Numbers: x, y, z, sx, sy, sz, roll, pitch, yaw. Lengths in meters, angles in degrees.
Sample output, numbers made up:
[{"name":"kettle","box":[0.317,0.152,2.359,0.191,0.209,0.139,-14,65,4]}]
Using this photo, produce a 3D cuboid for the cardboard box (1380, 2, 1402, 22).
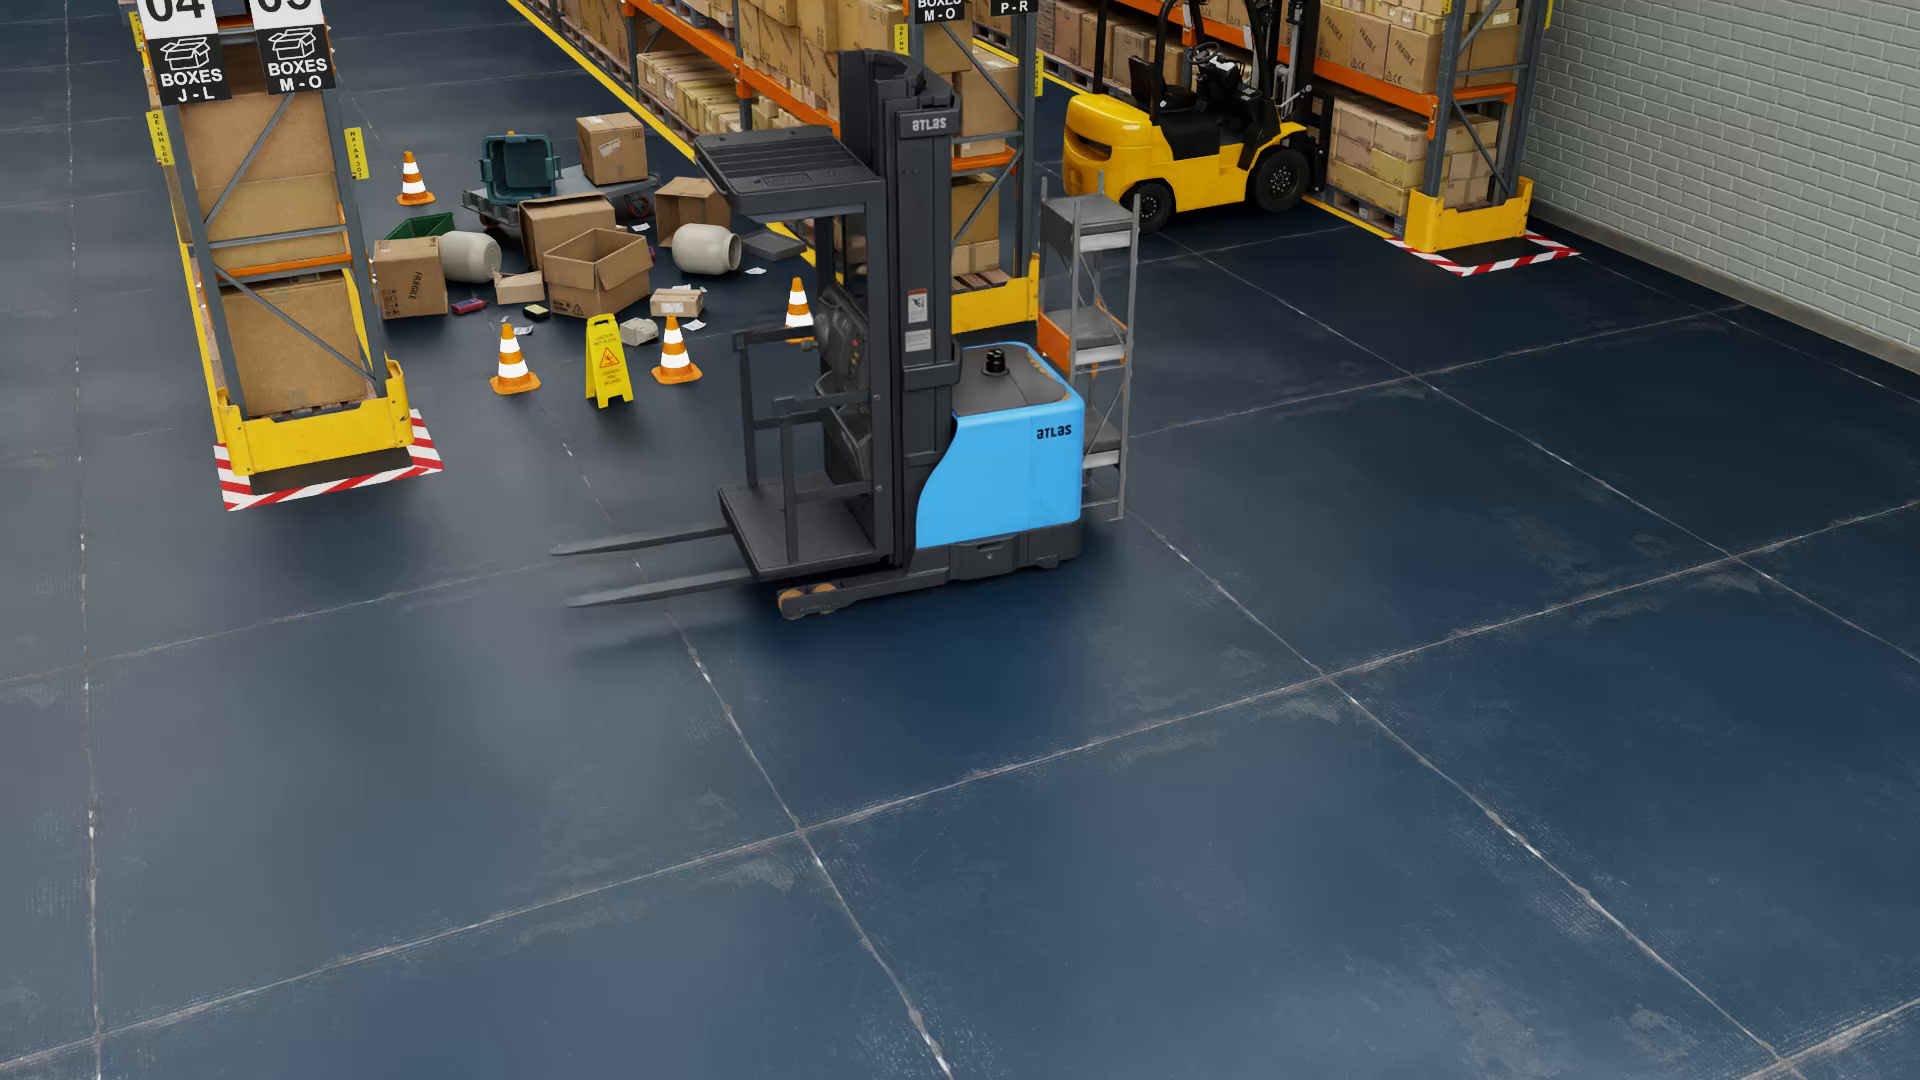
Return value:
[{"name":"cardboard box","box":[3.976,-4.711,14.793,0.380,0.149,0.250,-12,32,-21]}]

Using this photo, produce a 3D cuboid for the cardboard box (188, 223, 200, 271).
[{"name":"cardboard box","box":[-5.069,-1.859,12.214,0.875,0.875,0.875,-14,32,-23]}]

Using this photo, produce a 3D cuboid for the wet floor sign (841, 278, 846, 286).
[{"name":"wet floor sign","box":[-0.796,-1.677,12.554,0.267,0.644,0.232,-3,29,-5]}]

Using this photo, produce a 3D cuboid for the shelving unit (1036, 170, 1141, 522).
[{"name":"shelving unit","box":[0.749,-1.126,10.084,0.431,2.100,0.503,-10,31,-18]}]

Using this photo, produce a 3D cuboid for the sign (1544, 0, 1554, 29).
[{"name":"sign","box":[5.074,-4.582,14.362,0.100,0.325,0.005,-13,32,-22]}]

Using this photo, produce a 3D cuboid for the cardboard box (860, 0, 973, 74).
[{"name":"cardboard box","box":[-0.327,-3.802,12.507,0.700,0.500,0.500,-14,32,-23]}]

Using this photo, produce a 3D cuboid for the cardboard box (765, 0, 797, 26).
[{"name":"cardboard box","box":[-1.244,-4.691,14.094,0.700,0.500,0.500,-14,32,-23]}]

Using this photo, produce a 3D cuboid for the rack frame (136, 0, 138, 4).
[{"name":"rack frame","box":[-4.338,-4.545,9.128,1.000,3.000,0.127,-13,32,-22]}]

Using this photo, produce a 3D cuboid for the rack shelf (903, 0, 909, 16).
[{"name":"rack shelf","box":[-0.770,-4.891,13.546,1.077,0.370,4.000,-13,32,-22]}]

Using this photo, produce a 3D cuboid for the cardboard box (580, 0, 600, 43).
[{"name":"cardboard box","box":[-4.329,-6.915,21.231,0.875,0.875,0.875,-12,31,-21]}]

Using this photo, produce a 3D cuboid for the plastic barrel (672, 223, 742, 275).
[{"name":"plastic barrel","box":[-2.165,-2.483,14.219,0.512,0.421,0.421,7,30,13]}]

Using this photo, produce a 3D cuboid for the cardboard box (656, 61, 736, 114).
[{"name":"cardboard box","box":[-2.788,-5.007,18.343,0.950,0.372,0.625,-14,32,-23]}]

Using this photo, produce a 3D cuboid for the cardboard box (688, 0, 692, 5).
[{"name":"cardboard box","box":[-2.523,-5.476,16.749,0.380,0.149,0.250,-13,32,-22]}]

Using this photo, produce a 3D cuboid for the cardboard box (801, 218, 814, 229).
[{"name":"cardboard box","box":[-1.149,-2.979,14.850,0.500,0.250,0.500,-14,32,-23]}]

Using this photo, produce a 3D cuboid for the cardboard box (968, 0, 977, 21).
[{"name":"cardboard box","box":[0.328,-7.279,22.263,0.500,0.500,0.500,-12,31,-20]}]

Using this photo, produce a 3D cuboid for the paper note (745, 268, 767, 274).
[{"name":"paper note","box":[-1.756,-2.323,14.335,0.148,0.019,0.142,26,38,38]}]

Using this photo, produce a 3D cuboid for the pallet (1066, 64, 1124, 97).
[{"name":"pallet","box":[1.974,-5.464,19.751,1.003,0.211,1.213,-13,32,-22]}]

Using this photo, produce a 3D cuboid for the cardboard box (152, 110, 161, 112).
[{"name":"cardboard box","box":[-6.814,-3.580,15.410,1.050,0.750,0.750,-13,32,-22]}]

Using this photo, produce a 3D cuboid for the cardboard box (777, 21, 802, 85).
[{"name":"cardboard box","box":[-1.251,-4.259,14.344,0.500,0.500,0.500,-13,32,-22]}]

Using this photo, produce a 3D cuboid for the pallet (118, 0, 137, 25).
[{"name":"pallet","box":[-8.175,-5.671,17.466,1.213,0.211,1.003,-13,32,-22]}]

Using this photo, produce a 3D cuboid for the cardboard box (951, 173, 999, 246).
[{"name":"cardboard box","box":[-0.018,-2.748,13.672,0.500,0.500,0.500,-14,32,-24]}]

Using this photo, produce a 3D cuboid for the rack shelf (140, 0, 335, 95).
[{"name":"rack shelf","box":[-5.197,-3.807,11.613,1.077,0.370,4.000,-13,32,-22]}]

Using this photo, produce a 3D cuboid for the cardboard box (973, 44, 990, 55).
[{"name":"cardboard box","box":[-0.089,-3.681,13.315,0.500,0.500,0.500,-12,31,-20]}]

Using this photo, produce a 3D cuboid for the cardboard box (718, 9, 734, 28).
[{"name":"cardboard box","box":[-2.098,-5.022,15.940,0.380,0.149,0.250,-13,32,-21]}]

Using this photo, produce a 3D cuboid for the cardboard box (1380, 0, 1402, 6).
[{"name":"cardboard box","box":[3.956,-4.839,14.716,0.380,0.149,0.250,-12,32,-21]}]

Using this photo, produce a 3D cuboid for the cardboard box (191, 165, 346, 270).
[{"name":"cardboard box","box":[-4.538,-2.148,10.834,0.875,0.550,0.550,-13,32,-22]}]

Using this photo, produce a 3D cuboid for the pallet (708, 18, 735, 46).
[{"name":"pallet","box":[-1.825,-5.064,16.383,1.003,0.211,1.213,-13,32,-22]}]

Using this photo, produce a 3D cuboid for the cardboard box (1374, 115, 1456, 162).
[{"name":"cardboard box","box":[4.091,-3.614,14.961,0.500,0.250,0.500,-12,31,-20]}]

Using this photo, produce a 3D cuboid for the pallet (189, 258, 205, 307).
[{"name":"pallet","box":[-5.800,-2.127,13.800,1.003,0.211,1.213,-13,32,-22]}]

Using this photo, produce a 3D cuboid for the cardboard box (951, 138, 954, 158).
[{"name":"cardboard box","box":[-0.265,-3.023,12.804,0.380,0.149,0.250,-12,31,-20]}]

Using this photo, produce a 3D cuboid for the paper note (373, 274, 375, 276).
[{"name":"paper note","box":[-4.949,-2.294,14.282,0.142,0.020,0.147,13,32,21]}]

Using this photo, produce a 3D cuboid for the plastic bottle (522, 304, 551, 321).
[{"name":"plastic bottle","box":[-3.444,-1.848,13.456,0.283,0.061,0.133,26,38,38]}]

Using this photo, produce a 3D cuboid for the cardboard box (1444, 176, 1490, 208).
[{"name":"cardboard box","box":[4.536,-3.298,15.420,0.500,0.250,0.500,-13,32,-22]}]

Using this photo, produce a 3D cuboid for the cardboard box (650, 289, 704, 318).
[{"name":"cardboard box","box":[-2.298,-1.924,13.501,0.380,0.149,0.250,2,29,4]}]

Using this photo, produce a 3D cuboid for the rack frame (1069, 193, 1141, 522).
[{"name":"rack frame","box":[0.833,-1.014,9.884,0.400,2.100,0.015,-10,31,-18]}]

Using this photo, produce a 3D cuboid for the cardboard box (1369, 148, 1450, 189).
[{"name":"cardboard box","box":[4.079,-3.408,15.104,0.500,0.250,0.500,-14,32,-23]}]

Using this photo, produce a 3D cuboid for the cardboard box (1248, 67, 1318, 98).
[{"name":"cardboard box","box":[3.212,-4.518,16.573,0.500,0.250,0.500,-12,31,-20]}]

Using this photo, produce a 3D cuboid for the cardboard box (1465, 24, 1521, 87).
[{"name":"cardboard box","box":[4.609,-4.377,14.860,0.500,0.500,0.500,-12,31,-20]}]

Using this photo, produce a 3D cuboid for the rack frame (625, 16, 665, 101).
[{"name":"rack frame","box":[-3.345,-6.546,18.830,1.000,3.000,0.127,-13,32,-22]}]

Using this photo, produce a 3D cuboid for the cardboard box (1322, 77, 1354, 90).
[{"name":"cardboard box","box":[3.899,-4.399,16.361,0.500,0.250,0.500,-14,32,-23]}]

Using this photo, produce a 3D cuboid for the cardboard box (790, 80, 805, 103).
[{"name":"cardboard box","box":[-1.242,-3.896,14.361,0.380,0.149,0.250,-13,32,-22]}]

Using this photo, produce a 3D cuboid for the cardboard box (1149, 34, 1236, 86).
[{"name":"cardboard box","box":[2.619,-5.199,18.426,0.875,0.625,0.625,-12,31,-20]}]

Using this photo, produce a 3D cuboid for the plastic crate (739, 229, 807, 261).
[{"name":"plastic crate","box":[-1.695,-2.640,14.850,0.583,0.080,0.402,26,38,38]}]

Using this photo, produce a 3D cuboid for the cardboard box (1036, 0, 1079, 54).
[{"name":"cardboard box","box":[1.391,-6.459,20.674,0.875,0.625,0.625,-12,31,-20]}]

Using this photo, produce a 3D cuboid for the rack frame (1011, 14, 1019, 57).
[{"name":"rack frame","box":[1.136,-7.590,20.692,1.000,3.000,0.127,-13,32,-22]}]

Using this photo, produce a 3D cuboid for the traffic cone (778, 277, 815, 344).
[{"name":"traffic cone","box":[-1.261,-1.825,13.005,0.336,0.463,0.334,-13,32,-22]}]

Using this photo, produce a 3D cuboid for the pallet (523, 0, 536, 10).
[{"name":"pallet","box":[-5.846,-7.989,24.254,1.003,0.211,1.213,-13,32,-22]}]

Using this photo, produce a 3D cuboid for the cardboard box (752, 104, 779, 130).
[{"name":"cardboard box","box":[-1.619,-3.773,15.500,0.500,0.500,0.500,-12,31,-20]}]

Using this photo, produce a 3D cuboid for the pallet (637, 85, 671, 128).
[{"name":"pallet","box":[-3.011,-4.985,18.896,1.003,0.211,1.213,-13,32,-22]}]

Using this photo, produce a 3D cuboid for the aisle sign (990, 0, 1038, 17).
[{"name":"aisle sign","box":[0.396,-4.184,11.960,0.394,0.787,0.004,-13,32,-22]}]

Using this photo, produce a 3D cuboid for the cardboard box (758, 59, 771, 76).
[{"name":"cardboard box","box":[-1.627,-4.363,15.193,0.380,0.149,0.250,-12,31,-21]}]

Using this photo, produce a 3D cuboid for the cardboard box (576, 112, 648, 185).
[{"name":"cardboard box","box":[-3.223,-3.632,15.415,0.500,0.500,0.500,-13,32,-22]}]

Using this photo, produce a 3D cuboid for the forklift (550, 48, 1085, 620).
[{"name":"forklift","box":[-0.845,-1.119,9.221,3.031,2.935,1.130,-10,31,-17]}]

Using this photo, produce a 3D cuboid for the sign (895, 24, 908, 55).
[{"name":"sign","box":[-0.421,-3.548,11.976,0.100,0.325,0.005,-13,32,-22]}]

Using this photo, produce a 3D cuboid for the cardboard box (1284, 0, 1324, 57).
[{"name":"cardboard box","box":[3.462,-4.939,15.862,0.500,0.500,0.500,-13,32,-22]}]
